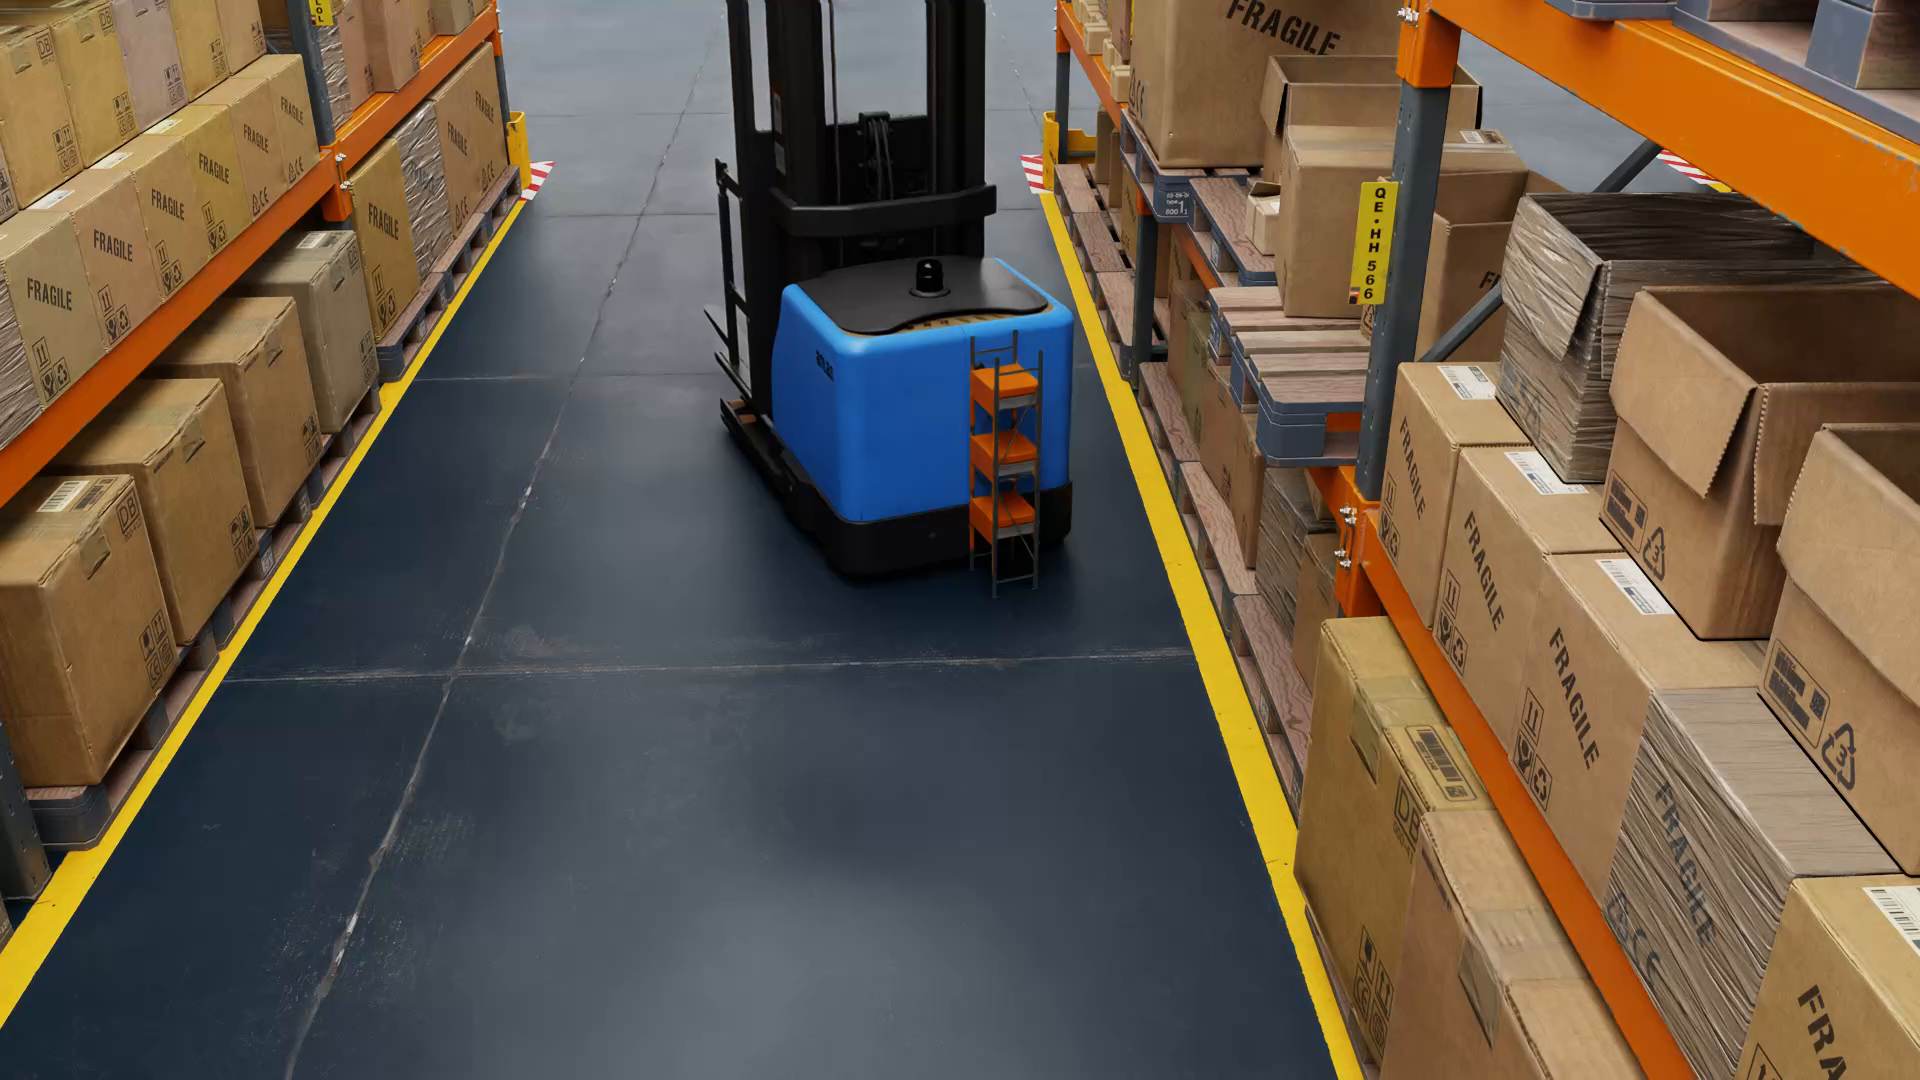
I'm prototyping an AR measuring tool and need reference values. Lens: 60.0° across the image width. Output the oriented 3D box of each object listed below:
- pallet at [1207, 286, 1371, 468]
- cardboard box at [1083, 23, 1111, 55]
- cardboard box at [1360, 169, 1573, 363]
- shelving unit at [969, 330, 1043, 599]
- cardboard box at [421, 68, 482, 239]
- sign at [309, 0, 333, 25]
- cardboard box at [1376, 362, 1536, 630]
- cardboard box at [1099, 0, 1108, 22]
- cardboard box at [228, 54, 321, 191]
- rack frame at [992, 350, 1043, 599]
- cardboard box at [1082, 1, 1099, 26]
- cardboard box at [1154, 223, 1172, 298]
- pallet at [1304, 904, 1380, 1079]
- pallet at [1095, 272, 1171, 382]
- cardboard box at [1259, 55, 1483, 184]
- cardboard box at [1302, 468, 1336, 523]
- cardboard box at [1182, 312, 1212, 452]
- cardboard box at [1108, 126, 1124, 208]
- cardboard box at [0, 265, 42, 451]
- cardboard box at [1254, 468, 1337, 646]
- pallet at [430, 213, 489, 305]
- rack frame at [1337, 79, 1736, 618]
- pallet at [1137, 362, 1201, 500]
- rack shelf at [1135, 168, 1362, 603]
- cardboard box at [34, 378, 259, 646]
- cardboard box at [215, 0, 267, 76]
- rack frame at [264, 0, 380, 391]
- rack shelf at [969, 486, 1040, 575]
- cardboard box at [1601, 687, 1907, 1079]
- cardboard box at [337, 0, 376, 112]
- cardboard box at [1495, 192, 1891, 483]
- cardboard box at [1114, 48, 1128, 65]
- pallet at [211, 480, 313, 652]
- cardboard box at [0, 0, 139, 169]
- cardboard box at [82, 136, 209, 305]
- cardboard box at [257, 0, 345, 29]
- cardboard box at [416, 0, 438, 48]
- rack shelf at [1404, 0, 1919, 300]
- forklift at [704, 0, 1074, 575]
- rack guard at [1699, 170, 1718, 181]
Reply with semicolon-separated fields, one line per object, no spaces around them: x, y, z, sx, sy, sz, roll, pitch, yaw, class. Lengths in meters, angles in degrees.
1.471;-0.547;5.262;1.213;0.211;1.003;-1;28;-3;pallet
0.956;-3.056;10.137;0.380;0.149;0.250;-1;28;-3;cardboard box
1.547;-0.784;4.948;0.500;0.500;0.500;-5;28;-9;cardboard box
0.180;-0.296;6.682;0.215;1.050;0.252;-11;29;-19;shelving unit
-3.612;-2.453;10.553;0.875;0.875;0.875;-2;28;-3;cardboard box
-3.011;-2.575;7.778;0.100;0.325;0.005;-1;28;-3;sign
1.369;-0.119;4.126;0.500;0.500;0.500;-1;28;-1;cardboard box
1.327;-3.461;10.213;0.875;0.500;0.500;-1;28;-3;cardboard box
-3.258;-1.889;7.521;0.500;0.500;0.500;-2;28;-3;cardboard box
0.225;-0.244;6.582;0.200;1.050;0.008;-11;29;-19;rack frame
1.000;-3.404;10.805;0.380;0.149;0.250;-1;28;-3;cardboard box
1.388;-1.680;9.477;0.500;0.500;0.500;7;28;14;cardboard box
1.581;1.297;4.535;1.003;0.211;1.213;-1;28;-3;pallet
1.336;-1.225;9.371;1.003;0.211;1.213;-1;28;-3;pallet
1.589;-1.586;6.482;0.797;0.503;0.637;1;28;3;cardboard box
1.512;-0.278;5.956;0.500;0.250;0.500;2;28;3;cardboard box
1.423;-0.735;7.642;0.700;0.500;0.500;-2;28;-3;cardboard box
1.279;-2.514;11.075;0.500;0.500;0.500;6;28;11;cardboard box
-3.097;-0.490;4.838;0.500;0.500;0.500;-1;28;-2;cardboard box
1.518;0.043;6.151;0.700;0.500;0.500;-4;28;-7;cardboard box
-3.581;-1.761;10.398;1.003;0.211;1.213;-1;28;-3;pallet
1.615;-0.305;4.592;1.000;3.000;0.127;-1;28;-3;rack frame
1.448;-0.557;8.089;1.003;0.211;1.213;-1;28;-3;pallet
1.511;-0.910;6.529;1.077;0.370;4.000;-1;28;-3;rack shelf
-3.334;-0.108;6.192;1.050;0.750;0.750;-1;28;-2;cardboard box
-3.521;-2.338;7.300;0.700;0.500;0.500;-2;28;-4;cardboard box
-3.552;-2.079;7.993;1.000;3.000;0.127;-1;28;-3;rack frame
0.180;-0.040;6.816;0.215;0.259;0.240;-11;29;-19;rack shelf
1.452;0.587;2.773;0.500;0.500;0.500;-1;28;-2;cardboard box
-3.635;-2.570;8.771;0.875;0.550;0.550;-1;28;-3;cardboard box
1.637;-0.456;3.688;0.797;0.503;0.637;0;28;-1;cardboard box
1.086;-2.712;9.477;0.380;0.149;0.250;-1;28;-3;cardboard box
-3.370;0.076;6.876;1.003;0.211;1.213;-1;28;-3;pallet
-3.441;-1.634;5.950;0.700;0.500;0.500;-2;28;-3;cardboard box
-3.176;-1.188;6.176;0.500;0.500;0.500;-2;28;-3;cardboard box
-3.537;-2.796;8.037;0.875;0.550;0.550;-1;28;-3;cardboard box
-3.742;-3.308;10.186;0.875;0.550;0.550;-1;28;-3;cardboard box
1.719;-0.393;2.294;1.077;0.370;4.000;-1;28;-3;rack shelf
-0.543;-1.815;7.561;1.130;2.935;3.031;-11;29;-19;forklift
6.194;-2.977;12.418;1.175;0.500;0.348;-1;28;-3;rack guard
